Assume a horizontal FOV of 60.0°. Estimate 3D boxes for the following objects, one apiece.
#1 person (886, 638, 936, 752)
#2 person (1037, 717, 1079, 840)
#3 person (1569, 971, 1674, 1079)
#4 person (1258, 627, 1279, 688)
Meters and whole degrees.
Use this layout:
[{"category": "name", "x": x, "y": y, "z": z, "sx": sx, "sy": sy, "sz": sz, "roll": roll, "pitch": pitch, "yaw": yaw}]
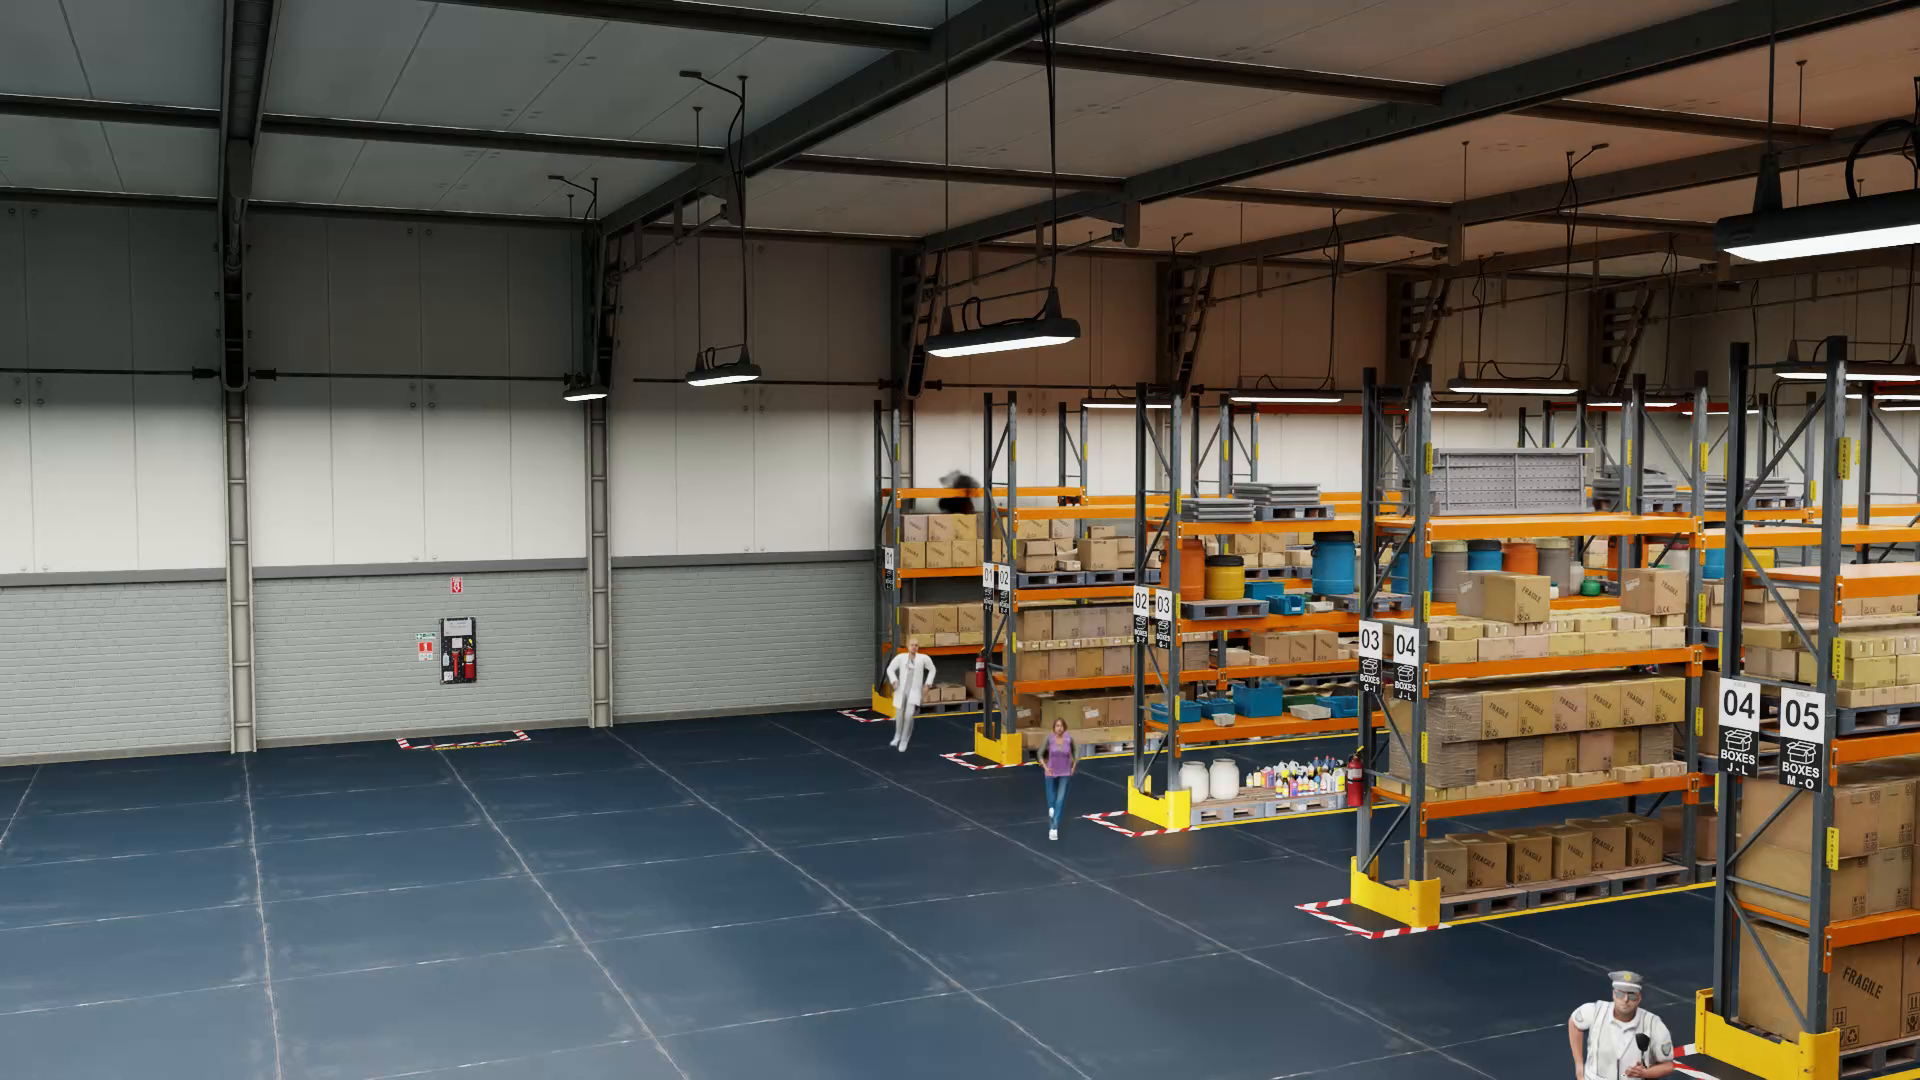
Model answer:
[{"category": "person", "x": -0.801, "y": 2.483, "z": 26.726, "sx": 0.772, "sy": 1.812, "sz": 0.678, "roll": 0, "pitch": 3, "yaw": 8}, {"category": "person", "x": 1.296, "y": 3.113, "z": 21.991, "sx": 0.566, "sy": 1.583, "sz": 0.753, "roll": 0, "pitch": 3, "yaw": 0}, {"category": "person", "x": 4.316, "y": 3.659, "z": 10.881, "sx": 0.639, "sy": 1.761, "sz": 0.775, "roll": 1, "pitch": 4, "yaw": 20}, {"category": "person", "x": 6.001, "y": 2.411, "z": 32.192, "sx": 0.826, "sy": 1.768, "sz": 0.701, "roll": -2, "pitch": 4, "yaw": -32}]
